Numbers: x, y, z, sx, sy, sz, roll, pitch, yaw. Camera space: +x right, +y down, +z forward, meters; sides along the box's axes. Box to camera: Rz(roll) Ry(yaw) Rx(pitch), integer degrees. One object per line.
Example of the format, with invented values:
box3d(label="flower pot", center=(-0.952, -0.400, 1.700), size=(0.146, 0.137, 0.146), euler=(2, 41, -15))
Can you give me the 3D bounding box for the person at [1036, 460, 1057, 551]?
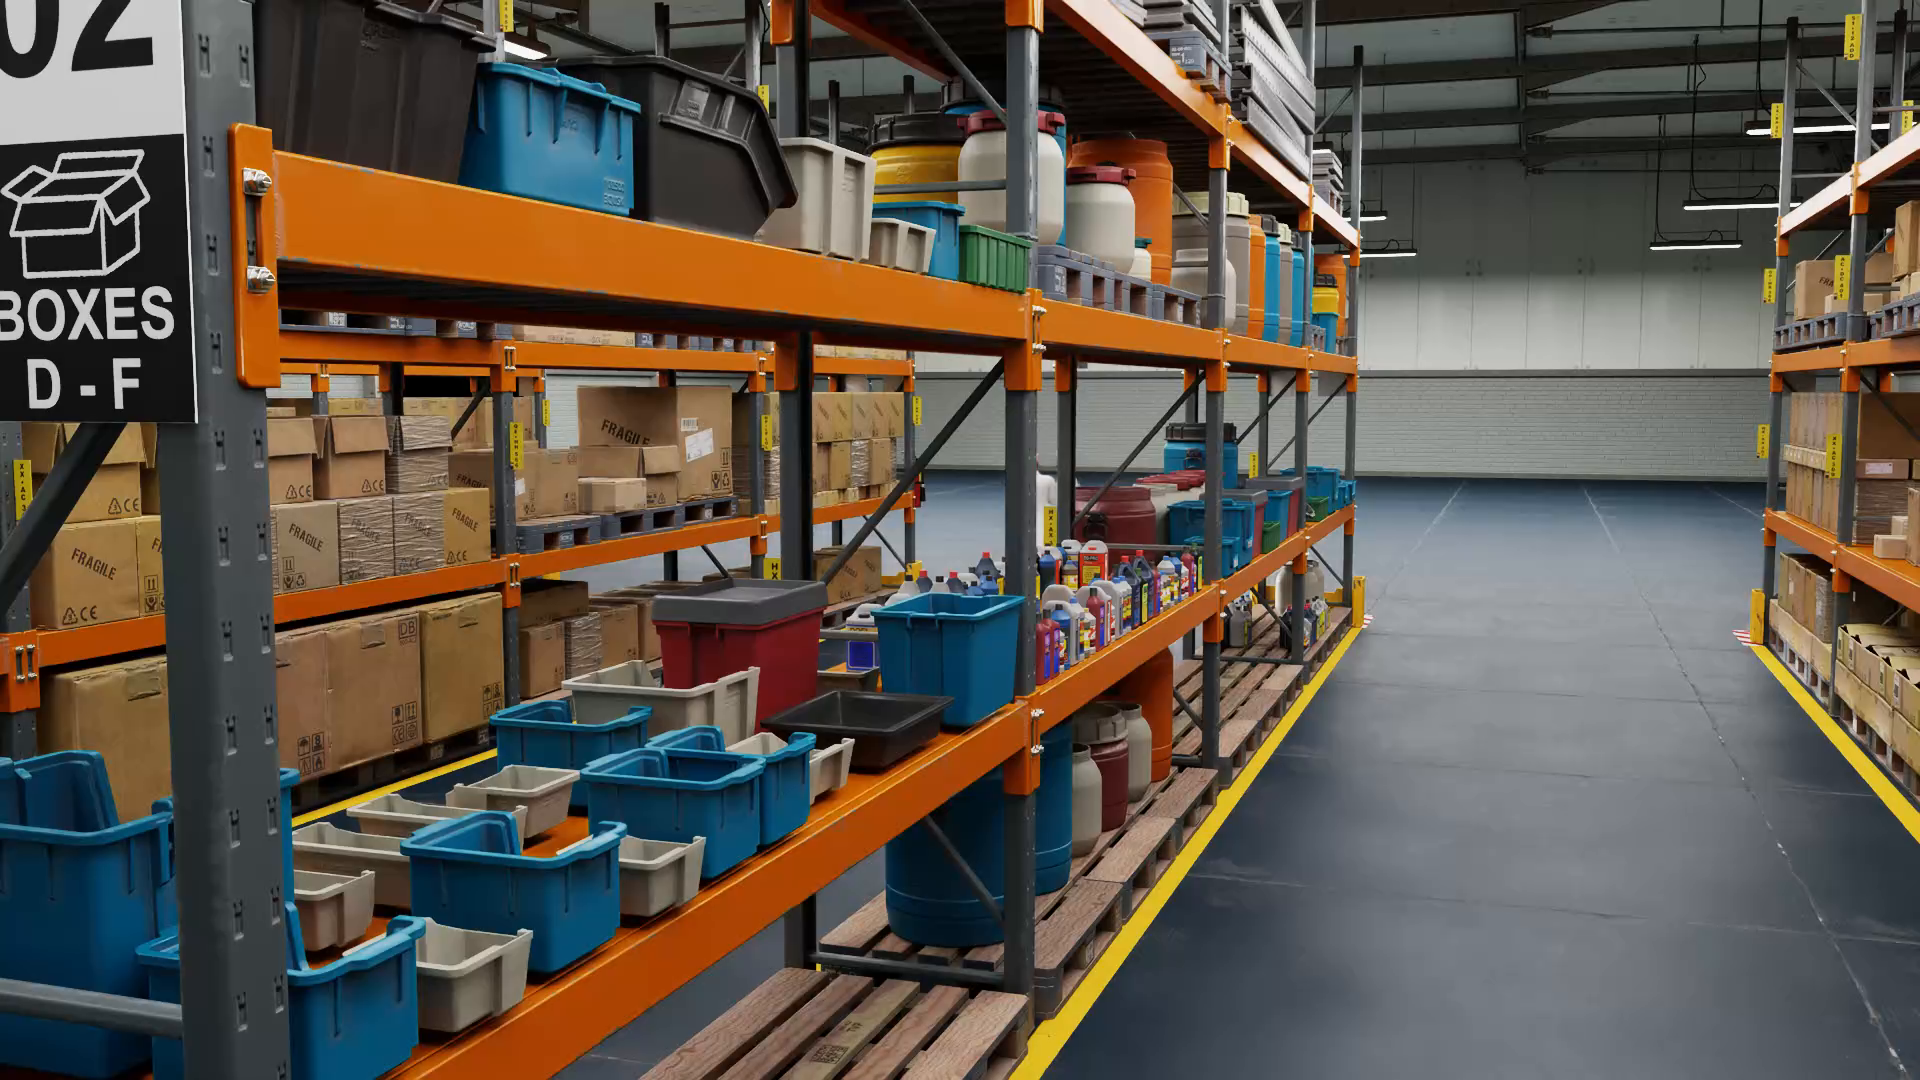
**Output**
box3d(label="person", center=(0.913, -0.099, 18.643), size=(0.769, 1.767, 0.561), euler=(-1, 5, -14))
